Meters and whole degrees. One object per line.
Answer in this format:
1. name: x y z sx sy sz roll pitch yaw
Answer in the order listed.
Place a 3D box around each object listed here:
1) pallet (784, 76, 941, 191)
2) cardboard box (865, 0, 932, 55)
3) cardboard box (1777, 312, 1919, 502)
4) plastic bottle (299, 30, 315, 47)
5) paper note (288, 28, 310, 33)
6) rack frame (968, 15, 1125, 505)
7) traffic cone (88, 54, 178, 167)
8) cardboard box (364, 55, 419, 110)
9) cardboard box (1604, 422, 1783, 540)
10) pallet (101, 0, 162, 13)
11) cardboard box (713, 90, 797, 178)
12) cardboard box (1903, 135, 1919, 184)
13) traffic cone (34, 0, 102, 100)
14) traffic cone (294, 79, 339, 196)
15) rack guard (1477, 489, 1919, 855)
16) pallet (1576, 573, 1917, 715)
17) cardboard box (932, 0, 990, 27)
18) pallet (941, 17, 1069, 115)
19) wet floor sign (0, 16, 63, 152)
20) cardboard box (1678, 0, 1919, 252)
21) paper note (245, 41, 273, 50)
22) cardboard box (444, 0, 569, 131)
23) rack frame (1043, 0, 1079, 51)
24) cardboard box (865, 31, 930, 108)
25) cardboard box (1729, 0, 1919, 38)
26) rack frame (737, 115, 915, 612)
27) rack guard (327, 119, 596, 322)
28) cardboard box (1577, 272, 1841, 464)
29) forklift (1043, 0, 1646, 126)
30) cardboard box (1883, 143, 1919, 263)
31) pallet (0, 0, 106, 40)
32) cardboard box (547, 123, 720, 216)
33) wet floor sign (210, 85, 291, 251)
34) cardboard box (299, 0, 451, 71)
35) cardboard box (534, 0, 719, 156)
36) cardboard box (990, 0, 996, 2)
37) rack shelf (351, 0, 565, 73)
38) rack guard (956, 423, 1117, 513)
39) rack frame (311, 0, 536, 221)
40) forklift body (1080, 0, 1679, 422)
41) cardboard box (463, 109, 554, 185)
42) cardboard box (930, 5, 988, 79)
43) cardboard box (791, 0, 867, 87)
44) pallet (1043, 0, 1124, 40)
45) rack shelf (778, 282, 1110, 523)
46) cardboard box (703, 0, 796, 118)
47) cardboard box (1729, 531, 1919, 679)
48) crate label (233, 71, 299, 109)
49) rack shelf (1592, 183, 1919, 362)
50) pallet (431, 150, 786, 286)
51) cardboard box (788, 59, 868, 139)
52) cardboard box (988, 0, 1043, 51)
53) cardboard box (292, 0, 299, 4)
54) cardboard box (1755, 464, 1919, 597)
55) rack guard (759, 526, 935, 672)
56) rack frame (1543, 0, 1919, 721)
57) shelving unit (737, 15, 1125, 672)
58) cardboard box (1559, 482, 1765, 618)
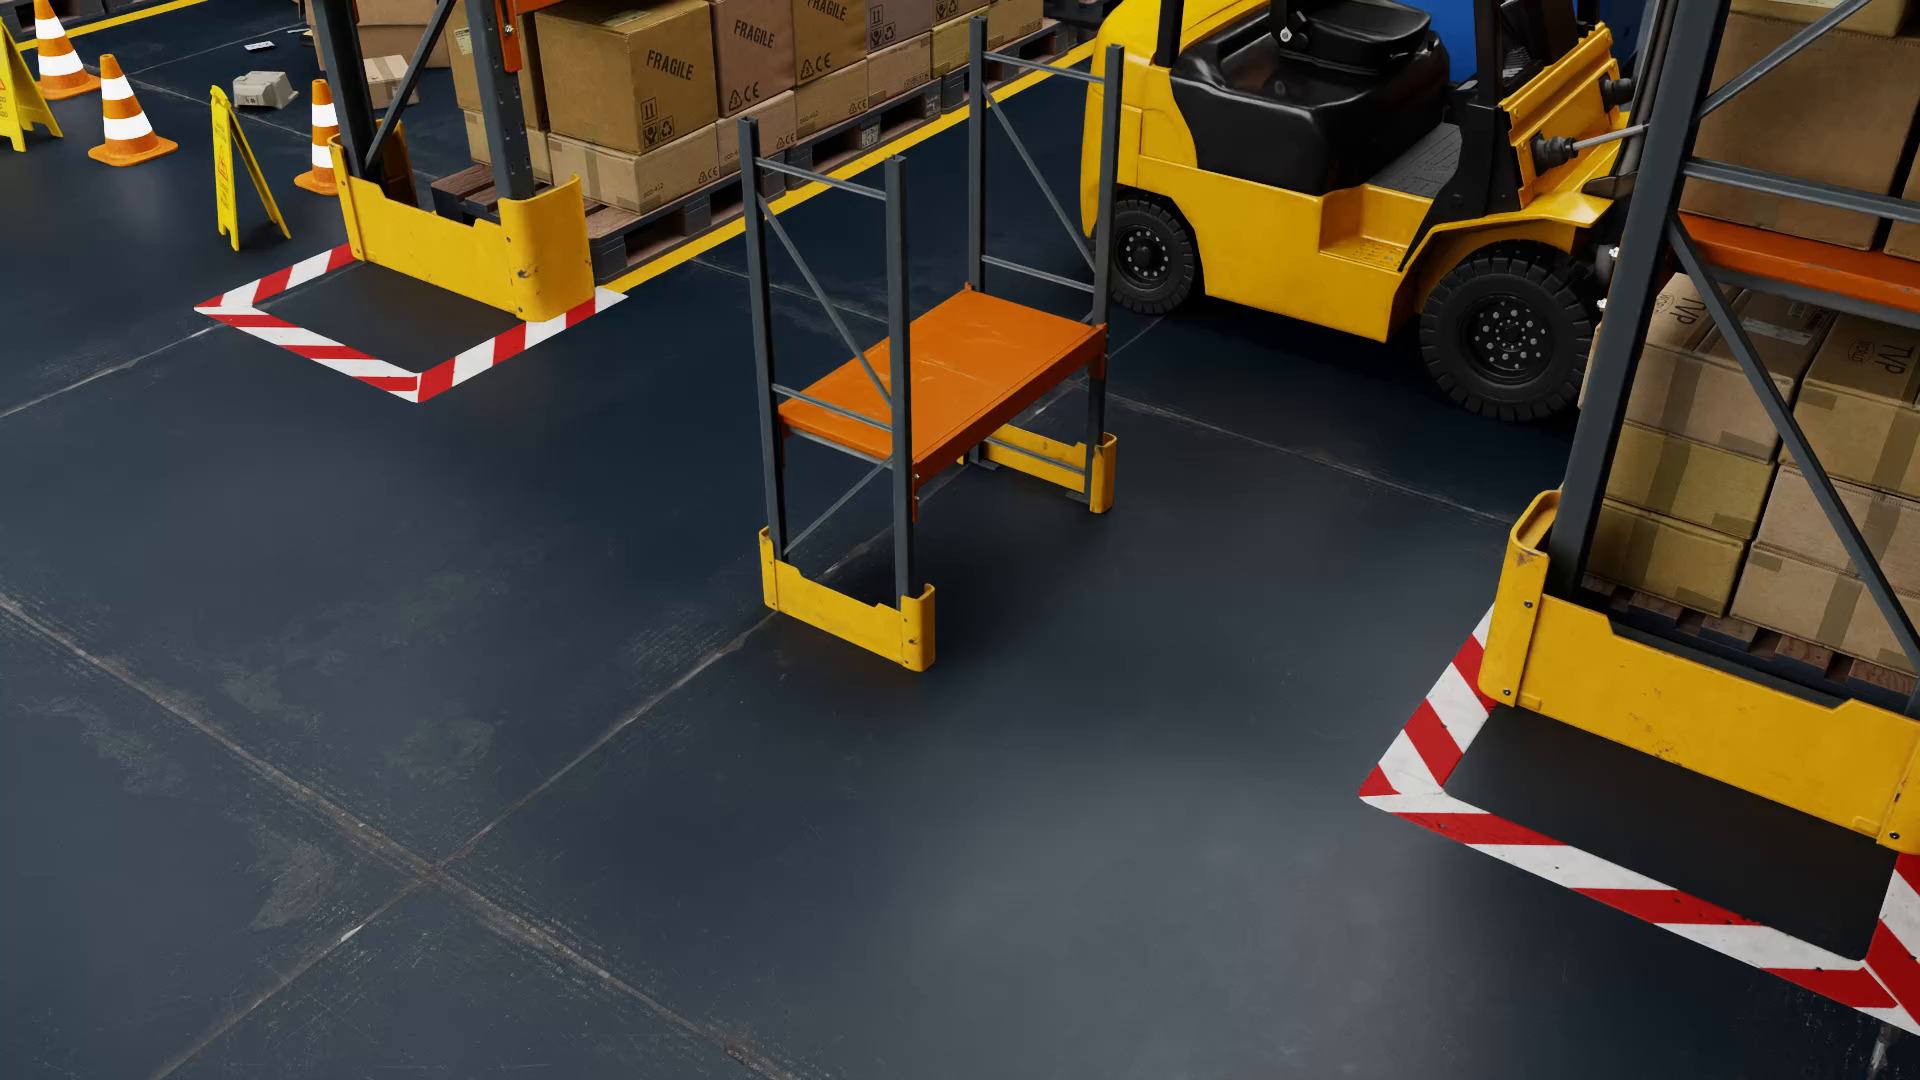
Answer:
1. pallet: -0.835 -2.112 8.185 1.003 0.211 1.213 21 39 28
2. cardboard box: -0.481 -2.669 7.930 0.500 0.500 0.500 24 41 31
3. cardboard box: 2.443 -0.337 4.257 0.500 0.250 0.500 21 39 28
4. plastic bottle: -3.616 -2.878 9.451 0.133 0.061 0.283 8 35 12
5. paper note: -3.810 -2.937 9.584 0.123 0.001 0.032 -15 37 -21
6. rack frame: 0.241 -0.816 5.118 0.500 1.500 0.032 21 39 28
7. traffic cone: -3.987 -2.068 7.895 0.336 0.463 0.334 21 39 28
8. cardboard box: -2.979 -2.378 8.633 0.250 0.149 0.380 -15 37 -21
9. cardboard box: 2.034 -0.293 4.639 0.500 0.250 0.500 21 39 28
10. pallet: -5.103 -3.642 10.447 1.003 0.211 1.213 21 39 28
11. cardboard box: -1.082 -1.861 7.404 0.500 0.250 0.500 23 40 30
12. cardboard box: 2.381 -1.315 4.427 0.500 0.500 0.500 23 40 30
13. traffic cone: -4.722 -2.585 8.660 0.336 0.463 0.334 21 39 28
14. traffic cone: -2.881 -1.870 7.602 0.336 0.463 0.334 21 39 28
15. rack guard: 1.999 0.320 4.331 1.175 0.500 0.348 21 39 28
16. pallet: 2.415 0.063 4.969 1.003 0.211 1.213 21 39 28
17. cardboard box: -0.191 -2.904 8.277 0.500 0.500 0.500 22 40 29
18. pallet: -0.140 -2.676 9.019 1.003 0.211 1.213 21 39 28
19. wet floor sign: -4.581 -2.224 7.963 0.267 0.644 0.232 14 37 20
20. cardboard box: 2.078 -1.079 4.078 0.500 0.500 0.500 20 39 27
21. paper note: -3.926 -2.775 9.327 0.142 0.017 0.144 -22 40 -29
22. cardboard box: -1.824 -2.108 7.100 0.500 0.500 0.500 22 40 28
23. rack frame: 0.214 -4.152 8.711 1.000 3.000 0.127 21 39 28
24. cardboard box: -0.491 -2.348 8.124 0.500 0.250 0.500 22 40 29
25. cardboard box: 1.981 -1.286 3.806 0.380 0.149 0.250 22 40 29
26. rack frame: -0.338 -0.348 4.426 0.500 1.500 0.032 21 39 28
27. rack guard: -2.023 -1.310 6.741 1.175 0.500 0.348 21 39 28
28. cardboard box: 2.019 -0.488 4.480 0.500 0.250 0.500 23 40 30
29. forklift: 1.874 -3.645 8.024 3.031 2.935 1.130 19 38 26
30. cardboard box: 2.524 -0.908 3.825 0.500 0.500 0.500 23 40 30
31. pallet: -5.799 -3.083 9.621 1.003 0.211 1.213 21 39 28
32. cardboard box: -1.380 -1.629 7.060 0.500 0.250 0.500 21 39 28
33. wet floor sign: -3.054 -1.590 7.025 0.232 0.644 0.267 -22 40 -29
34. cardboard box: -3.145 -2.894 9.080 0.797 0.503 0.637 -3 34 -4
35. cardboard box: -1.367 -1.950 6.867 0.500 0.500 0.500 20 39 27
36. cardboard box: 0.097 -3.139 8.624 0.500 0.500 0.500 21 39 28
37. rack shelf: -0.926 -2.933 7.552 1.077 0.370 4.000 21 39 28
38. rack guard: 0.240 -0.298 5.467 0.587 0.250 0.087 21 39 28
39. rack frame: -2.067 -2.311 5.989 1.000 3.000 0.127 21 39 28
40. forklift body: 1.596 -1.831 6.037 2.313 2.155 1.214 21 39 28
41. cardboard box: -1.813 -1.815 7.335 0.500 0.250 0.500 21 39 28
42. cardboard box: -0.198 -2.580 8.468 0.500 0.250 0.500 20 39 27
43. cardboard box: -0.779 -2.421 7.562 0.500 0.500 0.500 22 40 29
44. pallet: 0.657 -3.355 10.023 1.003 0.211 1.213 21 39 28
45. rack shelf: -0.049 -0.433 4.873 0.538 0.185 1.000 21 39 28
46. cardboard box: -1.072 -2.192 7.224 0.500 0.500 0.500 20 39 27
47. cardboard box: 2.454 0.075 4.542 0.500 0.250 0.500 21 40 28
48. crate label: -3.590 -2.314 8.550 0.250 0.136 0.298 3 34 4
49. rack shelf: 3.153 -1.349 5.210 1.077 0.370 4.000 21 39 28
50. pallet: -1.531 -1.553 7.358 1.003 0.211 1.213 21 39 28
51. cardboard box: -0.782 -2.116 7.781 0.500 0.250 0.500 24 41 31
52. cardboard box: 0.098 -2.829 8.835 0.500 0.250 0.500 23 40 30
53. cardboard box: -3.952 -3.609 10.139 0.500 0.500 0.500 29 44 36
54. cardboard box: 2.452 -0.119 4.382 0.500 0.250 0.500 22 40 29
55. rack guard: -0.327 0.161 4.789 0.587 0.250 0.087 21 39 28
56. rack frame: 2.013 -0.727 3.647 1.000 3.000 0.127 21 39 28
57. shelving unit: -0.043 -0.586 4.778 0.587 1.500 1.083 21 39 28
58. cardboard box: 2.021 -0.079 4.769 0.500 0.250 0.500 22 40 28
